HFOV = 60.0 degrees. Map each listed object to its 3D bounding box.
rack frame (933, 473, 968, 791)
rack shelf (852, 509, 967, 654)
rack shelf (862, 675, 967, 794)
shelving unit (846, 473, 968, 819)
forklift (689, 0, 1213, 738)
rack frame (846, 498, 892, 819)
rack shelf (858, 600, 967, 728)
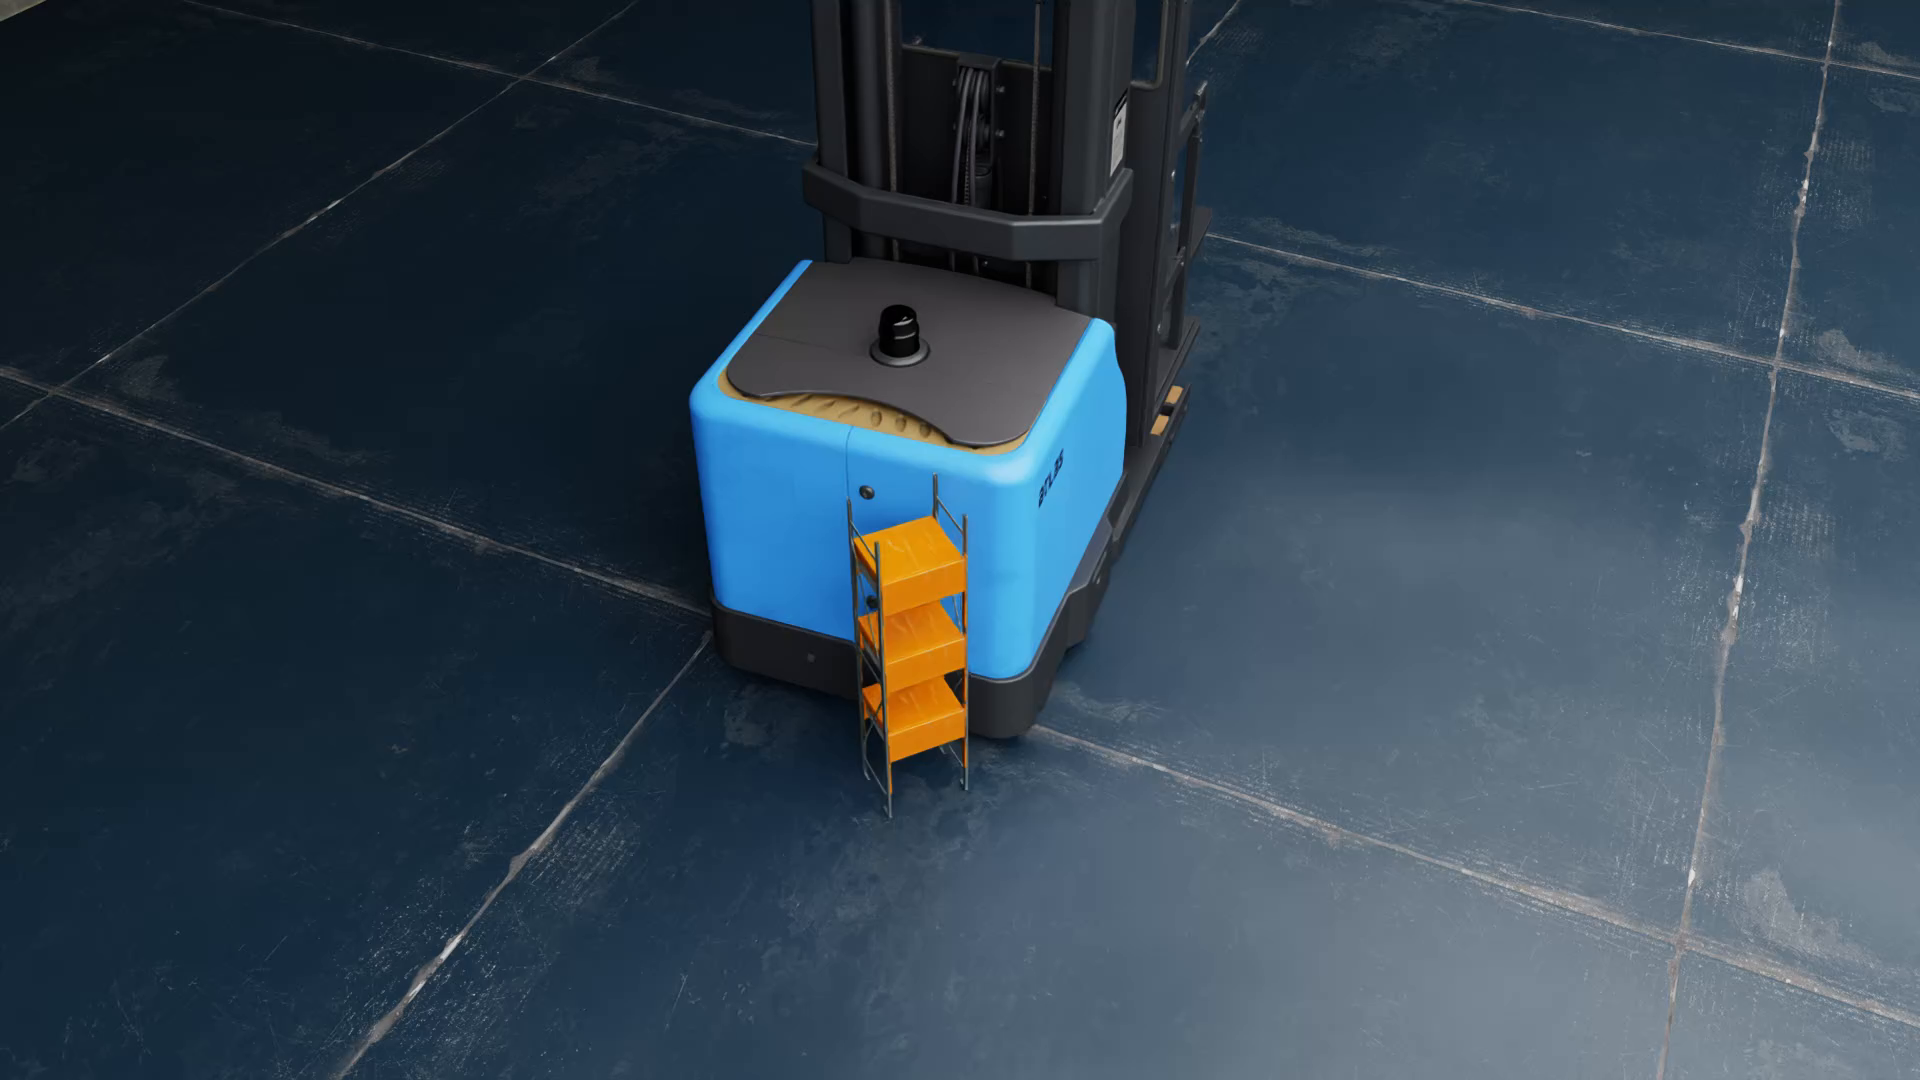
[{"bbox_3d":[-0.024,0.281,4.623,0.008,1.050,0.200,-17,44,-19],"label":"rack frame"},{"bbox_3d":[-0.135,0.108,4.405,0.240,0.259,0.215,-17,44,-19],"label":"rack shelf"},{"bbox_3d":[-0.134,0.534,4.772,0.240,0.259,0.215,-17,44,-19],"label":"rack shelf"},{"bbox_3d":[-0.135,0.315,4.584,0.252,1.050,0.215,-17,44,-19],"label":"shelving unit"},{"bbox_3d":[0.221,-1.490,5.231,1.130,2.935,3.031,14,43,15],"label":"forklift"},{"bbox_3d":[-0.245,0.350,4.544,0.008,1.050,0.200,-17,44,-19],"label":"rack frame"},{"bbox_3d":[-0.135,0.324,4.591,0.240,0.259,0.215,-17,44,-19],"label":"rack shelf"}]
